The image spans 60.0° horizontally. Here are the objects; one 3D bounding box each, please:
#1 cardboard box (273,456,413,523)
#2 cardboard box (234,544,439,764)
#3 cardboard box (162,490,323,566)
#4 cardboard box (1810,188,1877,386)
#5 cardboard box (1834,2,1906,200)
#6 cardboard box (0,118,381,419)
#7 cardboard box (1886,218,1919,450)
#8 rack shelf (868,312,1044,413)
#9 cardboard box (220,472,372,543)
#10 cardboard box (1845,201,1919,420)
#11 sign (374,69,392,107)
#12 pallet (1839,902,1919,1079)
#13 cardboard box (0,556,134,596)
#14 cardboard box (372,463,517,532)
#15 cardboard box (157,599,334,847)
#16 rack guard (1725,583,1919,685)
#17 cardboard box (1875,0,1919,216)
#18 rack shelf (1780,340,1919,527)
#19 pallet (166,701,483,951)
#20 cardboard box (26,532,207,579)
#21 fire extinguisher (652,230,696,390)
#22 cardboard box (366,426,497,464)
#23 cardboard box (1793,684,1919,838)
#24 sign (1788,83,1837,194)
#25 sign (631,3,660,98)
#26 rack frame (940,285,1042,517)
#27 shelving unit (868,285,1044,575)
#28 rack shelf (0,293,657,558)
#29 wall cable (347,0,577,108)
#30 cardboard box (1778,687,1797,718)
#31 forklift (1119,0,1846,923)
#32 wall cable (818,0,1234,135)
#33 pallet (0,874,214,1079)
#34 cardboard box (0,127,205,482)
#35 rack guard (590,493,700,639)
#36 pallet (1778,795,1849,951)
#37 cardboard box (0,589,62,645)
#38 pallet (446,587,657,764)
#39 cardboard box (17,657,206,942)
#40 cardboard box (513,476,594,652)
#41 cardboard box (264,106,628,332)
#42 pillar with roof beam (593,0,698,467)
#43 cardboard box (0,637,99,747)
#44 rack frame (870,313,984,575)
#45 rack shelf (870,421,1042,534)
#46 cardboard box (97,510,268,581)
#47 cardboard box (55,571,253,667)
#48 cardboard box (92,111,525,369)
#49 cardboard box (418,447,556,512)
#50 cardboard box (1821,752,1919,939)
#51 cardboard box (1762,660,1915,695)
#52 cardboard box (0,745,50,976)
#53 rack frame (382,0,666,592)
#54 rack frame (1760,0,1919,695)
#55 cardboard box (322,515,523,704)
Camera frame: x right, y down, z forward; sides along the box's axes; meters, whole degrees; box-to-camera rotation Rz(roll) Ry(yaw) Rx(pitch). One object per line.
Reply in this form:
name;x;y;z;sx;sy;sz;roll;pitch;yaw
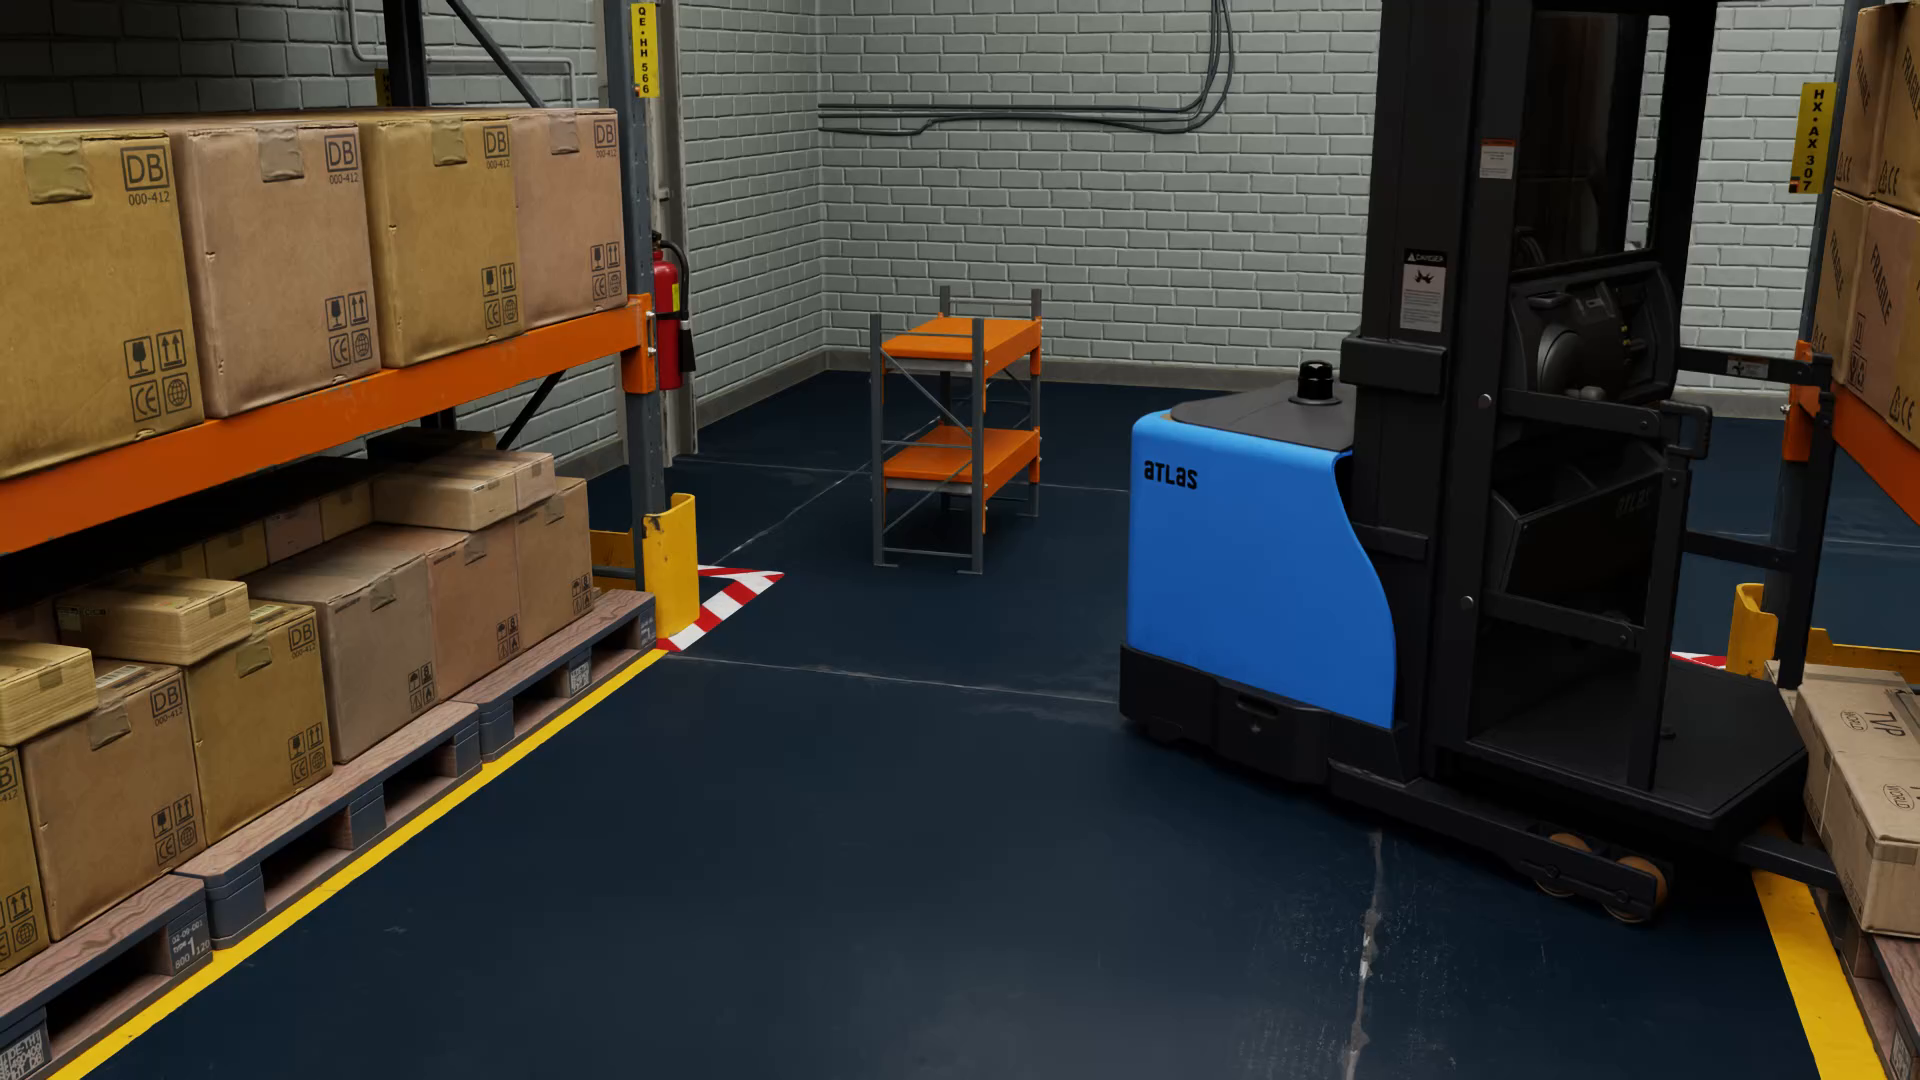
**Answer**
cardboard box;-2.055;-0.173;5.565;0.380;0.149;0.250;5;16;16
cardboard box;-2.040;0.317;5.025;0.700;0.500;0.500;4;16;14
cardboard box;-2.198;-0.041;5.099;0.380;0.149;0.250;5;17;17
cardboard box;2.719;-0.706;4.638;0.500;0.500;0.500;5;17;17
cardboard box;2.719;-1.187;4.502;0.500;0.500;0.500;5;17;18
cardboard box;-2.210;-0.757;4.451;0.980;0.700;0.700;4;16;13
cardboard box;2.432;-0.440;3.699;0.500;0.500;0.500;5;16;16
rack shelf;0.002;-0.825;7.602;0.538;0.278;1.000;5;16;16
cardboard box;-2.127;-0.108;5.334;0.380;0.149;0.250;5;17;16
cardboard box;2.577;-0.571;4.161;0.500;0.500;0.500;4;16;15
sign;-2.183;-1.636;6.369;0.100;0.325;0.005;5;16;16
pallet;2.502;1.135;3.442;1.003;0.211;1.213;5;16;16
cardboard box;-2.416;0.160;4.391;0.380;0.149;0.250;5;17;16
cardboard box;-1.690;-0.143;5.458;0.380;0.149;0.250;5;17;17
cardboard box;-2.185;0.457;4.532;0.700;0.500;0.500;5;17;17
rack guard;3.076;0.469;5.260;1.175;0.500;0.348;5;16;16
cardboard box;2.577;-1.050;4.018;0.500;0.500;0.500;5;17;16
rack shelf;2.529;0.116;3.243;1.077;0.370;4.000;5;16;16
pallet;-2.154;0.738;4.840;1.003;0.211;1.213;5;16;16
cardboard box;-2.343;0.092;4.629;0.380;0.149;0.250;4;16;15
fire extinguisher;-1.168;-0.924;6.415;0.296;0.674;0.183;5;16;16
cardboard box;-1.912;-0.306;6.032;0.380;0.149;0.250;5;17;16
cardboard box;2.529;0.609;4.419;0.500;0.250;0.500;5;16;16
sign;2.577;-1.212;5.019;0.100;0.325;0.005;5;16;16
sign;-1.137;-1.762;5.989;0.100;0.325;0.005;5;16;16
rack frame;0.146;-0.676;8.151;0.500;1.125;0.032;5;16;16
shelving unit;0.002;-0.543;7.682;0.538;1.125;1.048;5;16;16
rack shelf;-2.221;-0.267;4.594;1.077;0.370;4.000;5;16;16
wall cable;-2.196;-2.034;7.641;0.084;1.984;1.851;5;16;16
cardboard box;2.578;0.546;4.793;0.380;0.166;0.250;5;16;16
forklift;1.916;-0.574;4.481;1.130;2.935;3.031;-15;22;-42
wall cable;0.297;-3.981;11.065;3.097;2.526;0.112;5;16;16
pallet;-2.498;1.058;3.711;1.003;0.211;1.213;5;16;16
cardboard box;-2.407;-0.566;3.777;0.980;0.700;0.700;4;16;14
rack guard;-1.646;0.059;6.703;1.175;0.500;0.348;5;16;16
pallet;2.850;0.817;4.564;1.003;0.211;1.213;5;16;16
cardboard box;-2.488;0.226;4.158;0.380;0.149;0.250;4;16;14
pallet;-1.805;0.420;5.962;1.003;0.211;1.213;5;16;16
cardboard box;-2.333;0.591;4.059;0.700;0.500;0.500;4;16;15
cardboard box;-1.756;0.055;5.951;0.700;0.500;0.500;5;16;16
cardboard box;-1.788;-1.147;5.826;0.980;0.700;0.700;5;17;18
pillar with roof beam;2.413;-4.463;7.072;9.100;9.000;0.400;5;16;16
cardboard box;-2.206;0.335;3.774;0.380;0.149;0.250;5;17;18
rack frame;-0.143;-0.410;7.213;0.500;1.125;0.032;5;16;16
rack shelf;0.002;-0.308;7.749;0.538;0.278;1.000;5;16;16
cardboard box;-2.271;0.026;4.863;0.380;0.149;0.250;5;17;16
cardboard box;-2.058;0.198;4.255;0.380;0.149;0.250;4;16;14
cardboard box;-1.984;-0.956;5.152;0.980;0.700;0.700;4;16;15
cardboard box;-1.618;-0.210;5.694;0.380;0.149;0.250;4;16;15
cardboard box;2.387;0.739;3.958;0.500;0.250;0.500;5;16;16
cardboard box;2.649;0.489;5.026;0.380;0.149;0.250;5;16;16
cardboard box;-2.479;0.723;3.596;0.700;0.500;0.500;5;17;17
rack frame;-1.653;-1.137;6.340;1.000;3.000;0.127;5;16;16
rack frame;3.098;-0.754;4.989;1.000;3.000;0.127;5;16;16
cardboard box;-1.898;0.186;5.489;0.700;0.500;0.500;5;16;16
